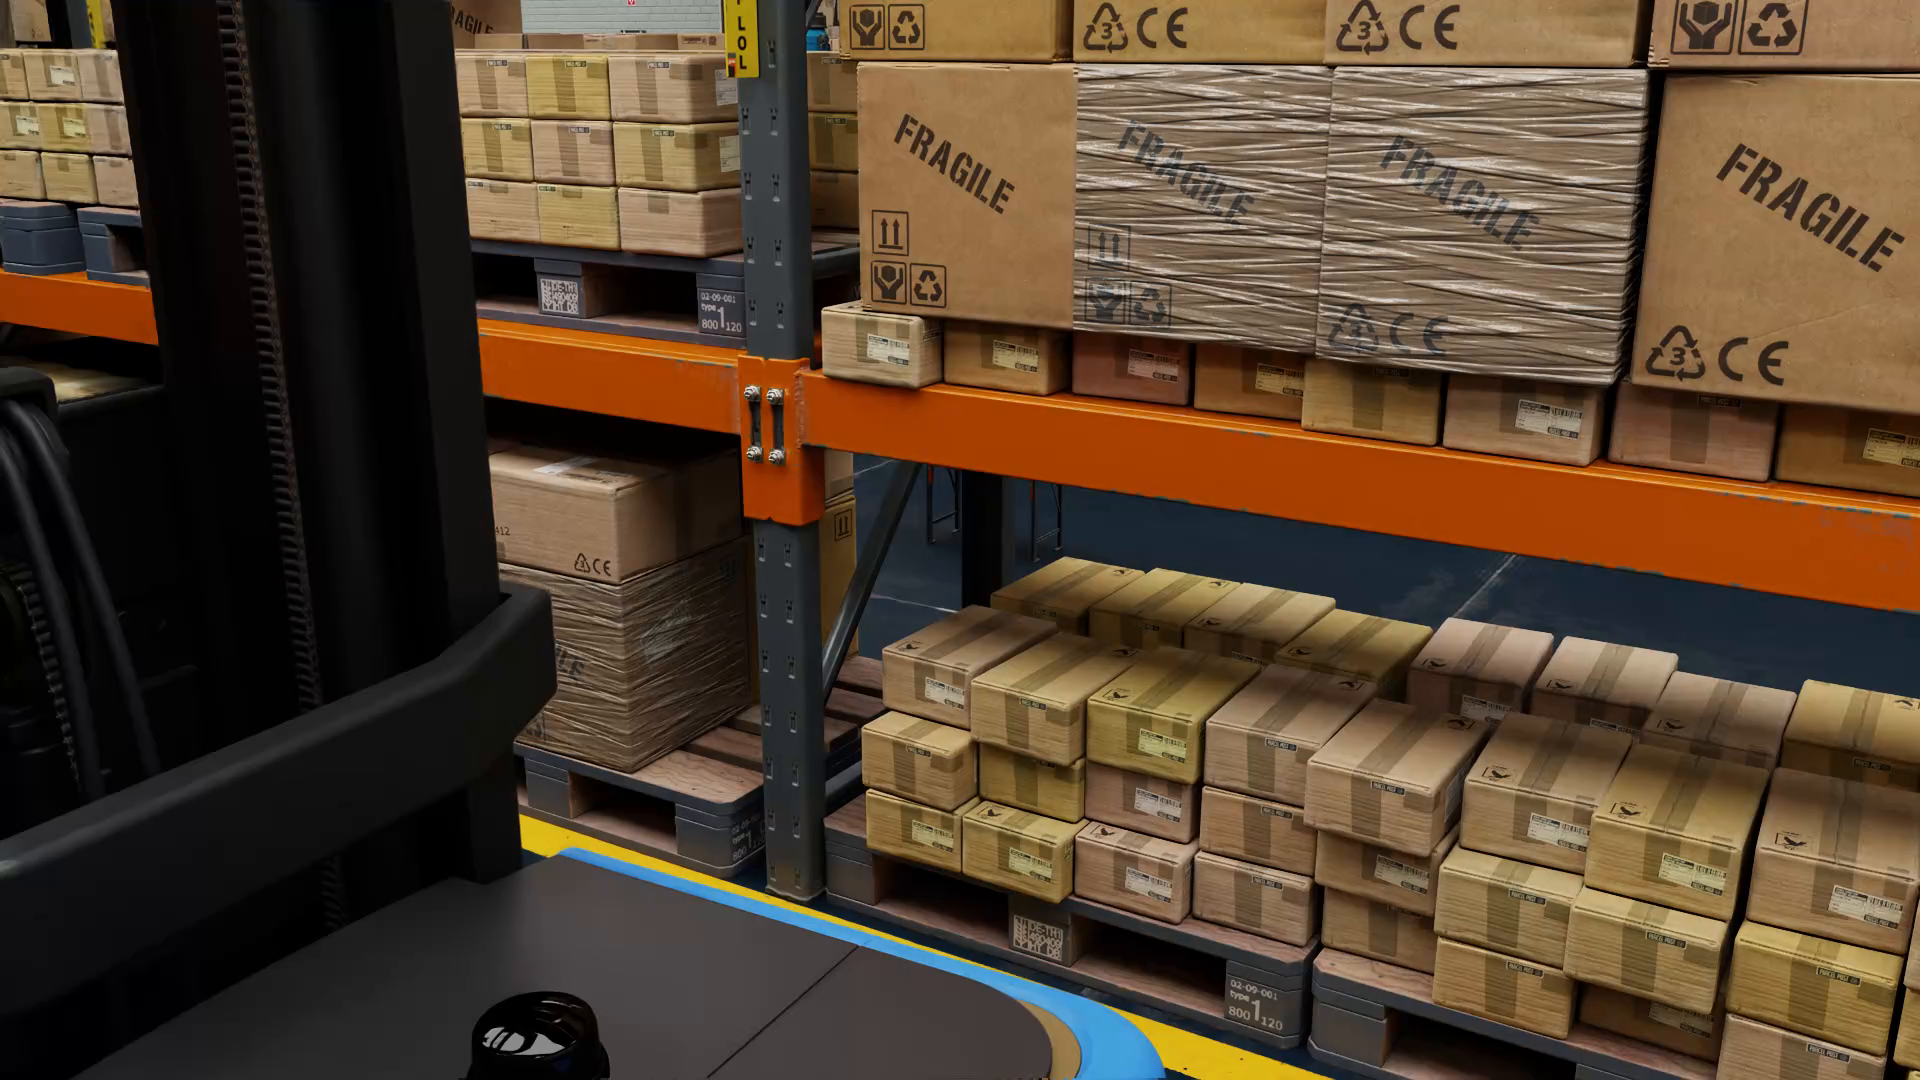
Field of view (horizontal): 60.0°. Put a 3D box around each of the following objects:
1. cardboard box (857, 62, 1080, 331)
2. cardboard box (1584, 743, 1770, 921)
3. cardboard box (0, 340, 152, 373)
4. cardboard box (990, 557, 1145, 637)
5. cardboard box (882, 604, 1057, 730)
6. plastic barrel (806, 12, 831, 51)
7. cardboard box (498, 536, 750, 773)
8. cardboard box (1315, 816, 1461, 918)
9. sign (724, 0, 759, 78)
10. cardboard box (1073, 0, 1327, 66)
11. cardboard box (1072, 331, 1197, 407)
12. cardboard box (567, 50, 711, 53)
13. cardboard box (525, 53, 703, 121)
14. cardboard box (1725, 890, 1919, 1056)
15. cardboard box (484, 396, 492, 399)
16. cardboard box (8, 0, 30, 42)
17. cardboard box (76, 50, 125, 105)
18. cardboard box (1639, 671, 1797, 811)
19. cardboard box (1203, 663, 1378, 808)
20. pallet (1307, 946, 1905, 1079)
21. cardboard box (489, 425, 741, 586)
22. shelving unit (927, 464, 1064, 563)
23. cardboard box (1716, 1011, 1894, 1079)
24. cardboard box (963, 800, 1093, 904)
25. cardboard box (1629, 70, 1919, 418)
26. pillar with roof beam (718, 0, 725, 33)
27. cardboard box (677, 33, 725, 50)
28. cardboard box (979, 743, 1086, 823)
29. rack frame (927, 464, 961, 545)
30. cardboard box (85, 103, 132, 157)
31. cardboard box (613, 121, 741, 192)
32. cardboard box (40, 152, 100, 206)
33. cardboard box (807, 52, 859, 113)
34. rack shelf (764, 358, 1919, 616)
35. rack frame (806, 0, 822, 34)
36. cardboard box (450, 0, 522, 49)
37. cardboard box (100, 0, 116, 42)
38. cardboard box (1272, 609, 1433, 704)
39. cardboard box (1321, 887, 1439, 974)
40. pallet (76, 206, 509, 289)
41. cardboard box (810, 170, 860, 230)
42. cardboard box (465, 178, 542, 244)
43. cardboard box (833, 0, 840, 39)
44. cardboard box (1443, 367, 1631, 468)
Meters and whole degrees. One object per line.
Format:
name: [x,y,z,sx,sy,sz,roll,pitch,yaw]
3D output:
cardboard box: [0.132,-0.742,3.479,0.500,0.500,0.500,10,19,29]
cardboard box: [1.345,0.537,3.112,0.250,0.149,0.380,10,20,30]
cardboard box: [-3.106,-0.497,5.644,0.500,0.250,0.500,9,19,28]
cardboard box: [0.281,0.179,4.291,0.250,0.149,0.380,11,20,32]
cardboard box: [0.027,0.293,3.915,0.250,0.149,0.380,11,20,32]
plastic barrel: [-1.531,-4.452,15.514,0.708,0.901,0.600,10,20,30]
cardboard box: [-0.921,0.255,4.457,0.500,0.500,0.500,10,19,29]
cardboard box: [0.923,0.600,3.417,0.250,0.149,0.380,11,20,33]
sign: [-0.446,-1.105,3.367,0.005,0.325,0.100,10,20,30]
cardboard box: [0.548,-1.154,3.115,0.500,0.500,0.500,9,19,28]
cardboard box: [0.426,-0.397,3.458,0.250,0.149,0.380,9,19,28]
cardboard box: [-0.922,-1.348,4.843,0.250,0.149,0.380,10,19,29]
cardboard box: [-0.832,-1.108,4.055,0.250,0.149,0.380,9,19,28]
cardboard box: [1.551,0.732,2.980,0.250,0.149,0.380,11,20,33]
cardboard box: [-1.537,-0.390,5.292,0.500,0.250,0.500,11,20,32]
cardboard box: [-7.376,-4.245,13.292,0.500,0.500,0.500,10,20,30]
cardboard box: [-2.380,-1.385,4.967,0.250,0.149,0.380,11,20,33]
cardboard box: [1.586,0.424,3.484,0.250,0.149,0.380,10,20,30]
cardboard box: [0.706,0.410,3.531,0.250,0.149,0.380,10,19,29]
pallet: [1.476,0.924,3.478,1.213,0.211,1.003,10,20,30]
cardboard box: [-0.925,-0.104,4.350,0.500,0.250,0.500,10,19,29]
shelving unit: [0.141,-0.549,6.624,0.503,1.200,0.258,10,20,30]
cardboard box: [1.551,0.874,3.025,0.250,0.149,0.380,11,20,31]
cardboard box: [0.211,0.649,3.766,0.250,0.149,0.380,11,20,32]
cardboard box: [1.440,-0.509,2.711,0.500,0.500,0.500,11,20,33]
pillar with roof beam: [-6.241,-10.233,25.086,0.400,9.000,9.100,10,20,30]
cardboard box: [-1.366,-2.832,10.149,0.500,0.500,0.500,8,18,23]
cardboard box: [0.246,0.482,3.804,0.250,0.149,0.380,10,20,30]
rack frame: [-0.067,-0.586,6.746,0.015,1.200,0.240,10,20,30]
cardboard box: [-2.372,-1.241,5.003,0.250,0.149,0.380,10,20,30]
cardboard box: [-0.601,-0.924,3.961,0.250,0.149,0.380,11,20,32]
cardboard box: [-2.602,-1.138,5.177,0.250,0.149,0.380,11,20,33]
cardboard box: [-0.253,-1.229,4.451,0.250,0.149,0.380,11,20,33]
rack shelf: [1.546,-0.041,3.093,4.000,0.370,1.077,10,20,30]
rack frame: [-0.885,-2.511,9.986,0.127,3.000,1.000,10,20,30]
cardboard box: [-3.690,-3.452,11.329,1.000,1.000,1.000,10,20,30]
cardboard box: [-6.097,-4.017,12.541,0.500,0.500,0.500,10,20,30]
cardboard box: [0.916,0.303,3.883,0.250,0.149,0.380,11,20,32]
cardboard box: [0.940,0.733,3.491,0.250,0.149,0.380,9,19,28]
pallet: [-1.858,-0.915,5.063,1.213,0.211,1.003,10,20,30]
cardboard box: [-0.253,-0.944,4.538,0.250,0.149,0.380,9,19,27]
cardboard box: [-1.033,-0.859,4.259,0.250,0.149,0.380,10,20,30]
cardboard box: [-1.197,-6.612,21.083,0.500,0.500,0.700,10,20,30]
cardboard box: [1.060,-0.257,2.998,0.250,0.149,0.380,11,20,32]
